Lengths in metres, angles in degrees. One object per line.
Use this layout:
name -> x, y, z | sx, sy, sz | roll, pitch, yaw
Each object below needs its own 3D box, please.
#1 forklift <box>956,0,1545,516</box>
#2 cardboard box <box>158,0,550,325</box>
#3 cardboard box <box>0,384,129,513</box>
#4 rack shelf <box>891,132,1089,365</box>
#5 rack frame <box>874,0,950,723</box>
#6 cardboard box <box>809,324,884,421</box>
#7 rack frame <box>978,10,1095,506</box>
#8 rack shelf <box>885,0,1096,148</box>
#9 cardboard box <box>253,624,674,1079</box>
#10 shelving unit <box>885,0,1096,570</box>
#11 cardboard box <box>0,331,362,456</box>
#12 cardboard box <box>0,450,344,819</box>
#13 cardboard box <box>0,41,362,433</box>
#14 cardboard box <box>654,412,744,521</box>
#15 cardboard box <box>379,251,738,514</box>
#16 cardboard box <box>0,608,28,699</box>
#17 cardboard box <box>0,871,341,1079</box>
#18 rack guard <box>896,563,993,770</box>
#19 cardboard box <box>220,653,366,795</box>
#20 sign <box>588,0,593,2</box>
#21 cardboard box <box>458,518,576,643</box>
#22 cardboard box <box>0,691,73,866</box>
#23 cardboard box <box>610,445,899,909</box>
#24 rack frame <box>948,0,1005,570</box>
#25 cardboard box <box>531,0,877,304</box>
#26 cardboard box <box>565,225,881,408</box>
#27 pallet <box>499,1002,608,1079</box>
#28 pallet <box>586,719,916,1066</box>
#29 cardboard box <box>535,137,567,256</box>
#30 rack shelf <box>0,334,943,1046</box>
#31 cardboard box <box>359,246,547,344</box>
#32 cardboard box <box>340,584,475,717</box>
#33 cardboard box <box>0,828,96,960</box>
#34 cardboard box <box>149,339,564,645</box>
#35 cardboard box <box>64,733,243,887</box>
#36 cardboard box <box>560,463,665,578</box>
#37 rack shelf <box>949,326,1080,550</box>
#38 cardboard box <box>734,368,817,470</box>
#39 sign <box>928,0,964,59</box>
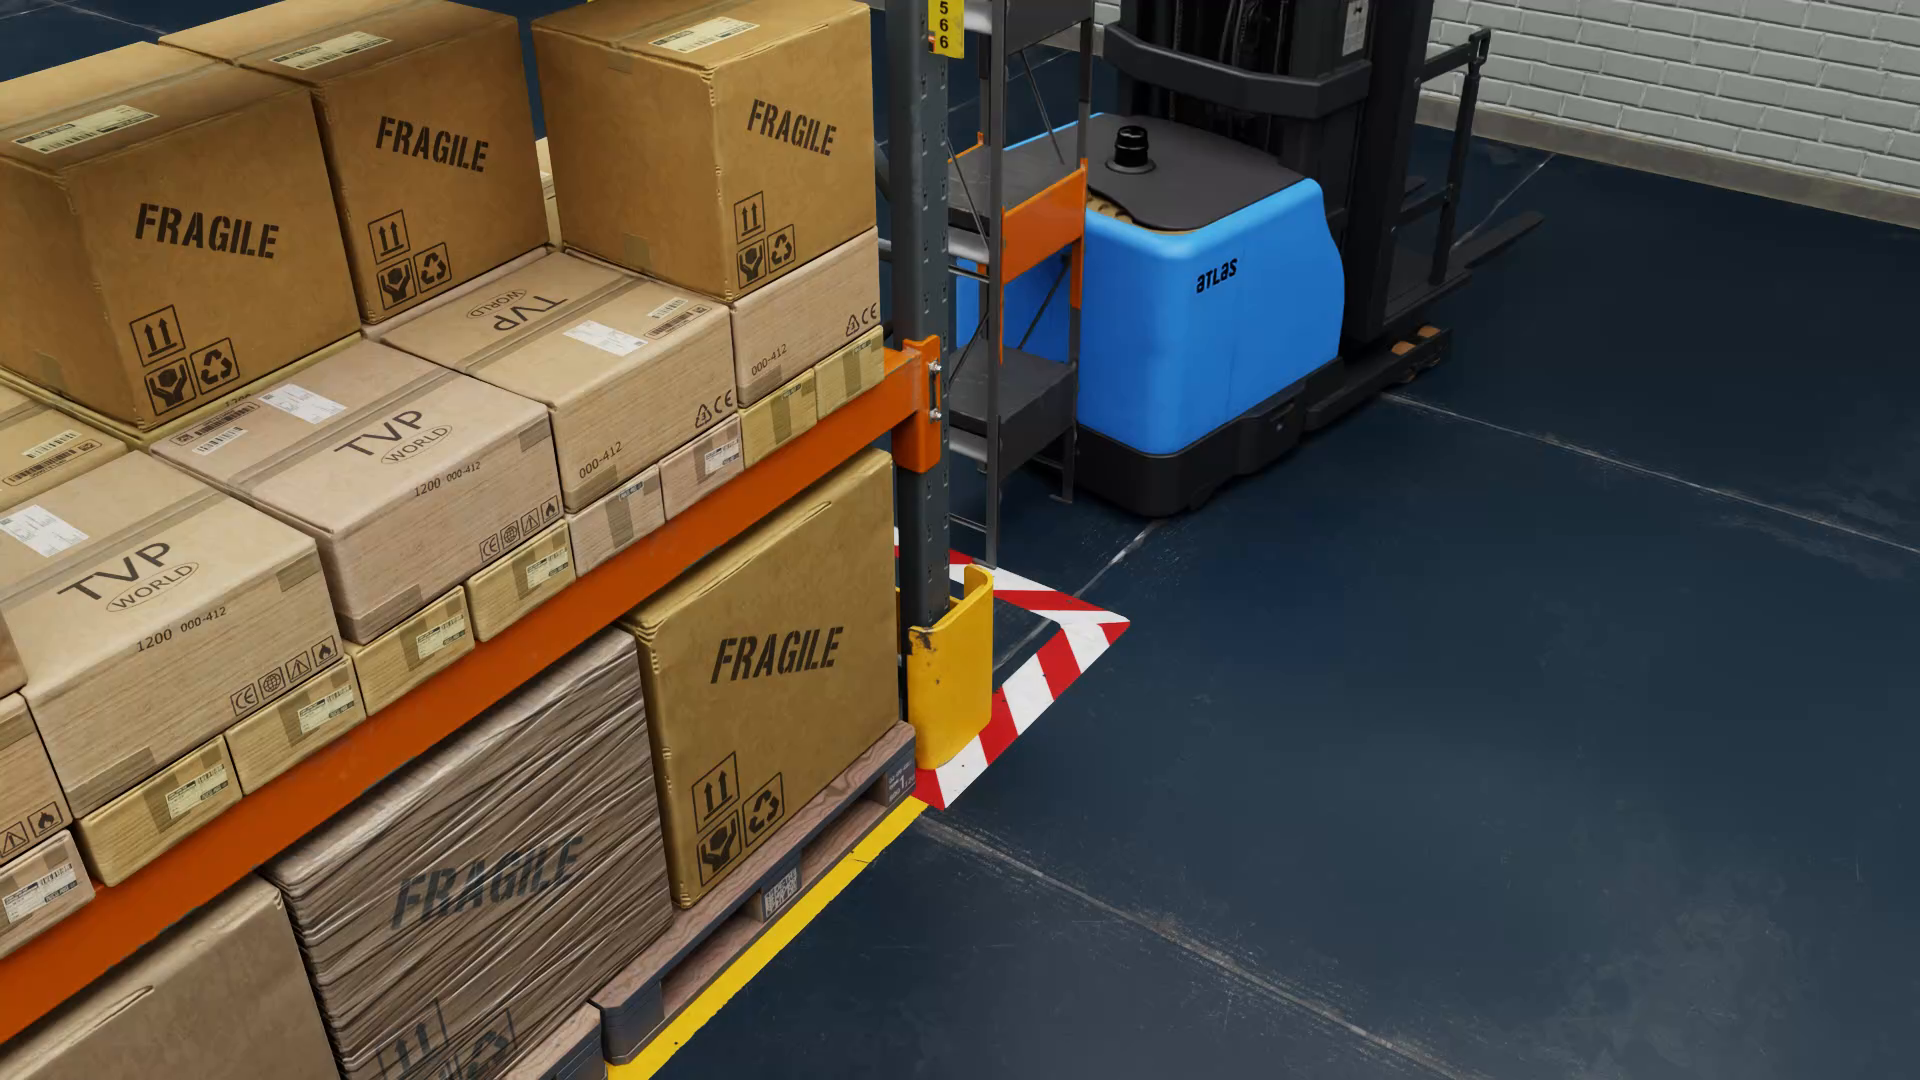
forklift -> 1.358, -2.024, 6.126 | 1.130, 2.935, 3.031 | 29, 43, 35
cardboard box -> -1.252, -0.830, 3.498 | 0.500, 0.500, 0.500 | 20, 39, 27
cardboard box -> -1.841, -0.036, 2.994 | 0.500, 0.250, 0.500 | 20, 39, 27
rack shelf -> 0.095, -0.935, 5.282 | 0.431, 0.518, 0.480 | 21, 39, 28
rack frame -> -0.472, -0.823, 4.289 | 1.000, 3.000, 0.127 | 21, 39, 28
cardboard box -> -0.404, -0.450, 3.961 | 0.380, 0.149, 0.250 | 22, 40, 29
rack frame -> 0.234, -1.058, 5.441 | 0.400, 2.100, 0.015 | 21, 39, 28
rack shelf -> 0.095, -1.515, 4.890 | 0.431, 0.518, 0.480 | 21, 39, 28
cardboard box -> -1.290, 0.622, 3.674 | 0.875, 0.875, 0.875 | 21, 39, 28
shelving unit -> 0.095, -0.946, 5.275 | 0.431, 2.100, 0.503 | 21, 39, 28
cardboard box -> -1.547, -0.278, 3.351 | 0.500, 0.250, 0.500 | 20, 39, 27
cardboard box -> -1.403, 0.133, 2.745 | 0.500, 0.250, 0.500 | 21, 40, 28
cardboard box -> -1.543, -0.589, 3.143 | 0.500, 0.500, 0.500 | 20, 39, 27
cardboard box -> -0.696, -0.214, 3.613 | 0.380, 0.149, 0.250 | 21, 40, 28
cardboard box -> -0.820, -0.343, 3.448 | 0.500, 0.250, 0.500 | 21, 39, 27
cardboard box -> -1.689, 0.043, 2.208 | 0.500, 0.500, 0.500 | 20, 39, 27
cardboard box -> -1.797, 1.032, 3.068 | 0.875, 0.875, 0.875 | 21, 39, 28
rack guard -> -0.458, 0.202, 5.005 | 1.175, 0.500, 0.348 | 21, 39, 28
cardboard box -> -1.276, 0.254, 2.921 | 0.380, 0.149, 0.250 | 22, 40, 29
sign -> -0.924, -1.394, 4.290 | 0.100, 0.325, 0.005 | 21, 39, 28
cardboard box -> -0.985, 0.021, 3.266 | 0.380, 0.149, 0.250 | 20, 39, 27
cardboard box -> -1.691, 0.357, 2.413 | 0.500, 0.250, 0.500 | 22, 40, 29
cardboard box -> -0.771, 0.204, 4.293 | 0.875, 0.875, 0.875 | 21, 39, 28
rack frame -> -0.045, -0.834, 5.108 | 0.400, 2.100, 0.015 | 21, 39, 28
cardboard box -> -0.533, -0.886, 3.582 | 0.500, 0.500, 0.500 | 22, 40, 29
cardboard box -> -0.530, -0.576, 3.792 | 0.500, 0.250, 0.500 | 21, 39, 27
pallet -> -1.559, 1.285, 3.662 | 1.003, 0.211, 1.213 | 21, 39, 28
pallet -> -0.863, 0.725, 4.489 | 1.003, 0.211, 1.213 | 21, 39, 28
cardboard box -> -0.967, -0.749, 4.048 | 0.500, 0.250, 0.500 | 20, 39, 27
rack shelf -> -1.612, 0.396, 3.129 | 1.077, 0.370, 4.000 | 21, 39, 28
cardboard box -> -1.258, -0.508, 3.692 | 0.500, 0.250, 0.500 | 21, 39, 28
cardboard box -> -1.133, 0.140, 3.089 | 0.380, 0.149, 0.250 | 21, 40, 28
cardboard box -> -1.572, 0.496, 2.564 | 0.380, 0.149, 0.250 | 22, 40, 29
cardboard box -> -1.110, -0.108, 3.101 | 0.500, 0.250, 0.500 | 20, 39, 27
cardboard box -> -1.423, 0.374, 2.743 | 0.380, 0.149, 0.250 | 20, 39, 27
cardboard box -> -0.839, -0.099, 3.443 | 0.380, 0.149, 0.250 | 22, 40, 29
rack shelf -> 0.094, -0.355, 5.674 | 0.431, 0.518, 0.480 | 21, 39, 28
cardboard box -> -0.551, -0.329, 3.784 | 0.380, 0.149, 0.250 | 22, 40, 29
sign -> -0.034, -1.221, 3.632 | 0.100, 0.325, 0.005 | 21, 39, 28
